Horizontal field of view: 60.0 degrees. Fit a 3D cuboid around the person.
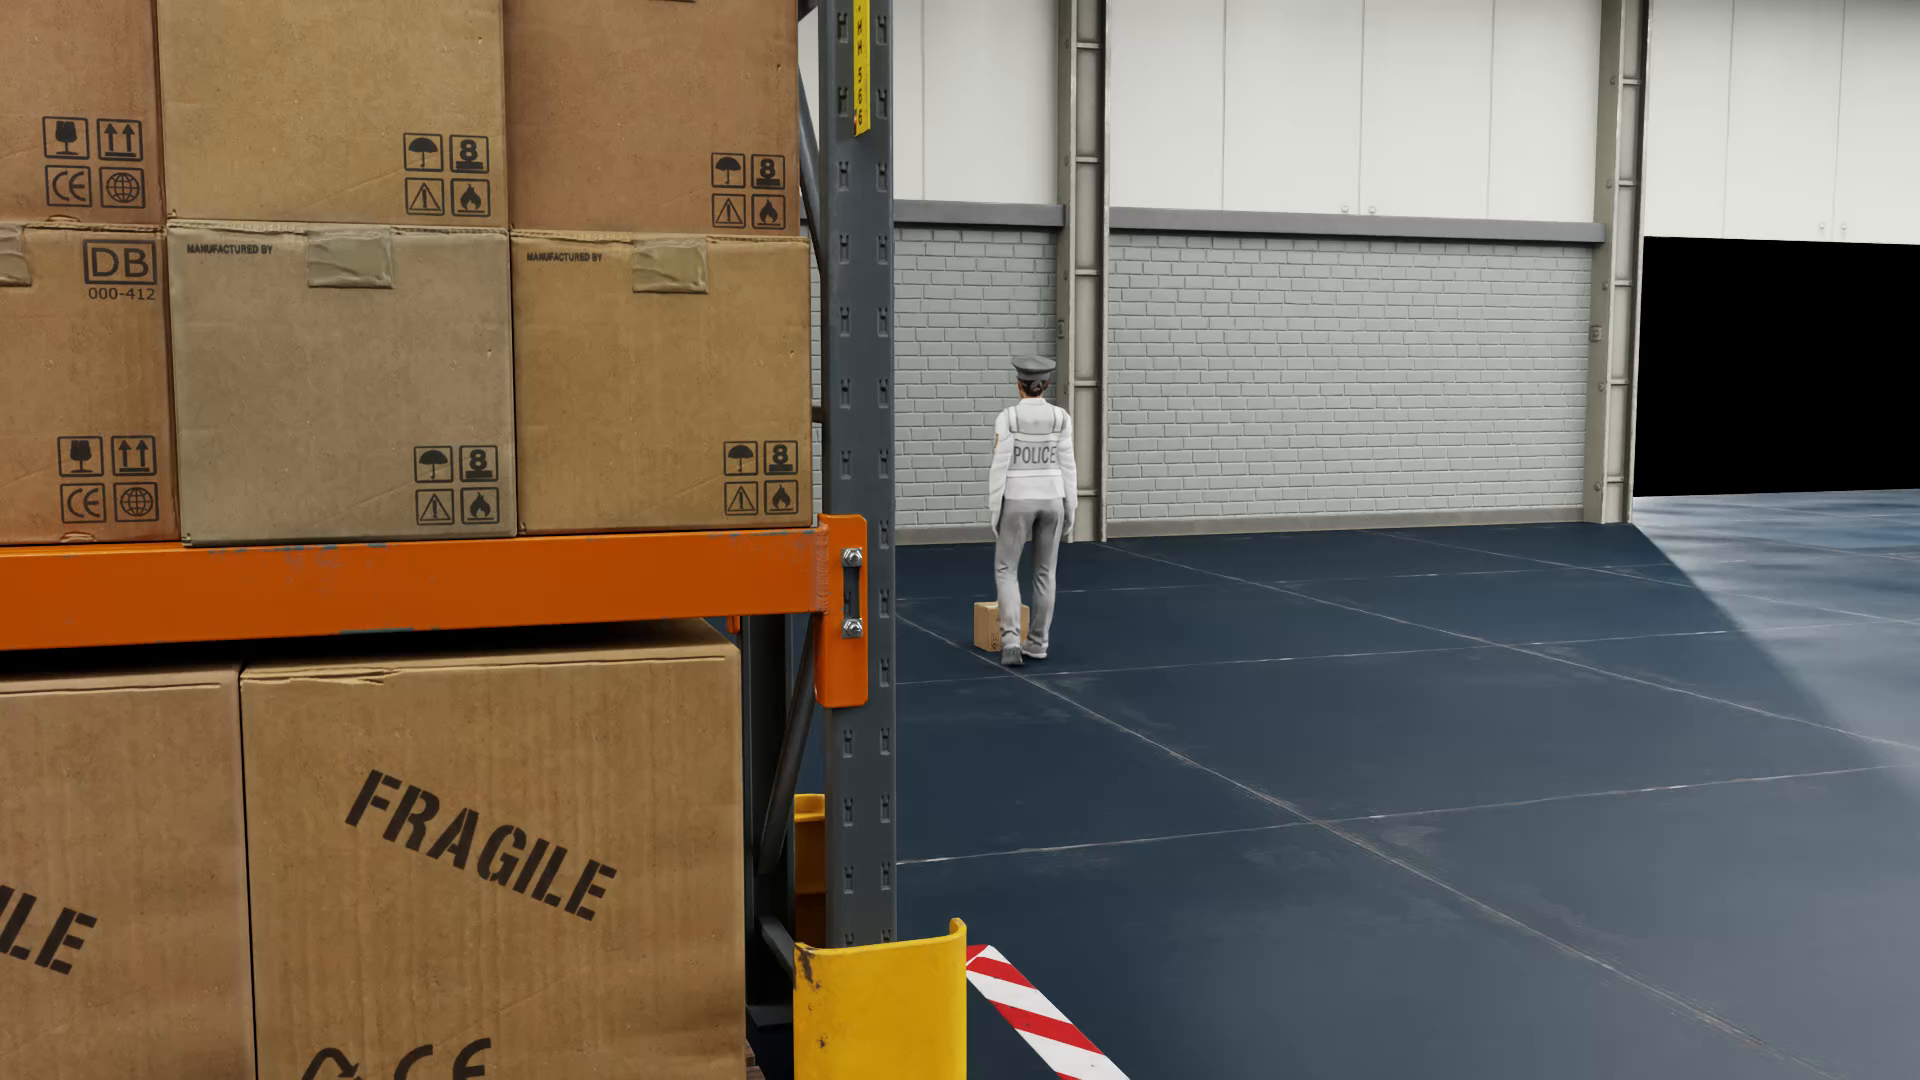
[{"bbox_3d":[0.396,-0.169,9.092,0.506,1.691,0.521,-1,6,-11],"label":"person"}]
